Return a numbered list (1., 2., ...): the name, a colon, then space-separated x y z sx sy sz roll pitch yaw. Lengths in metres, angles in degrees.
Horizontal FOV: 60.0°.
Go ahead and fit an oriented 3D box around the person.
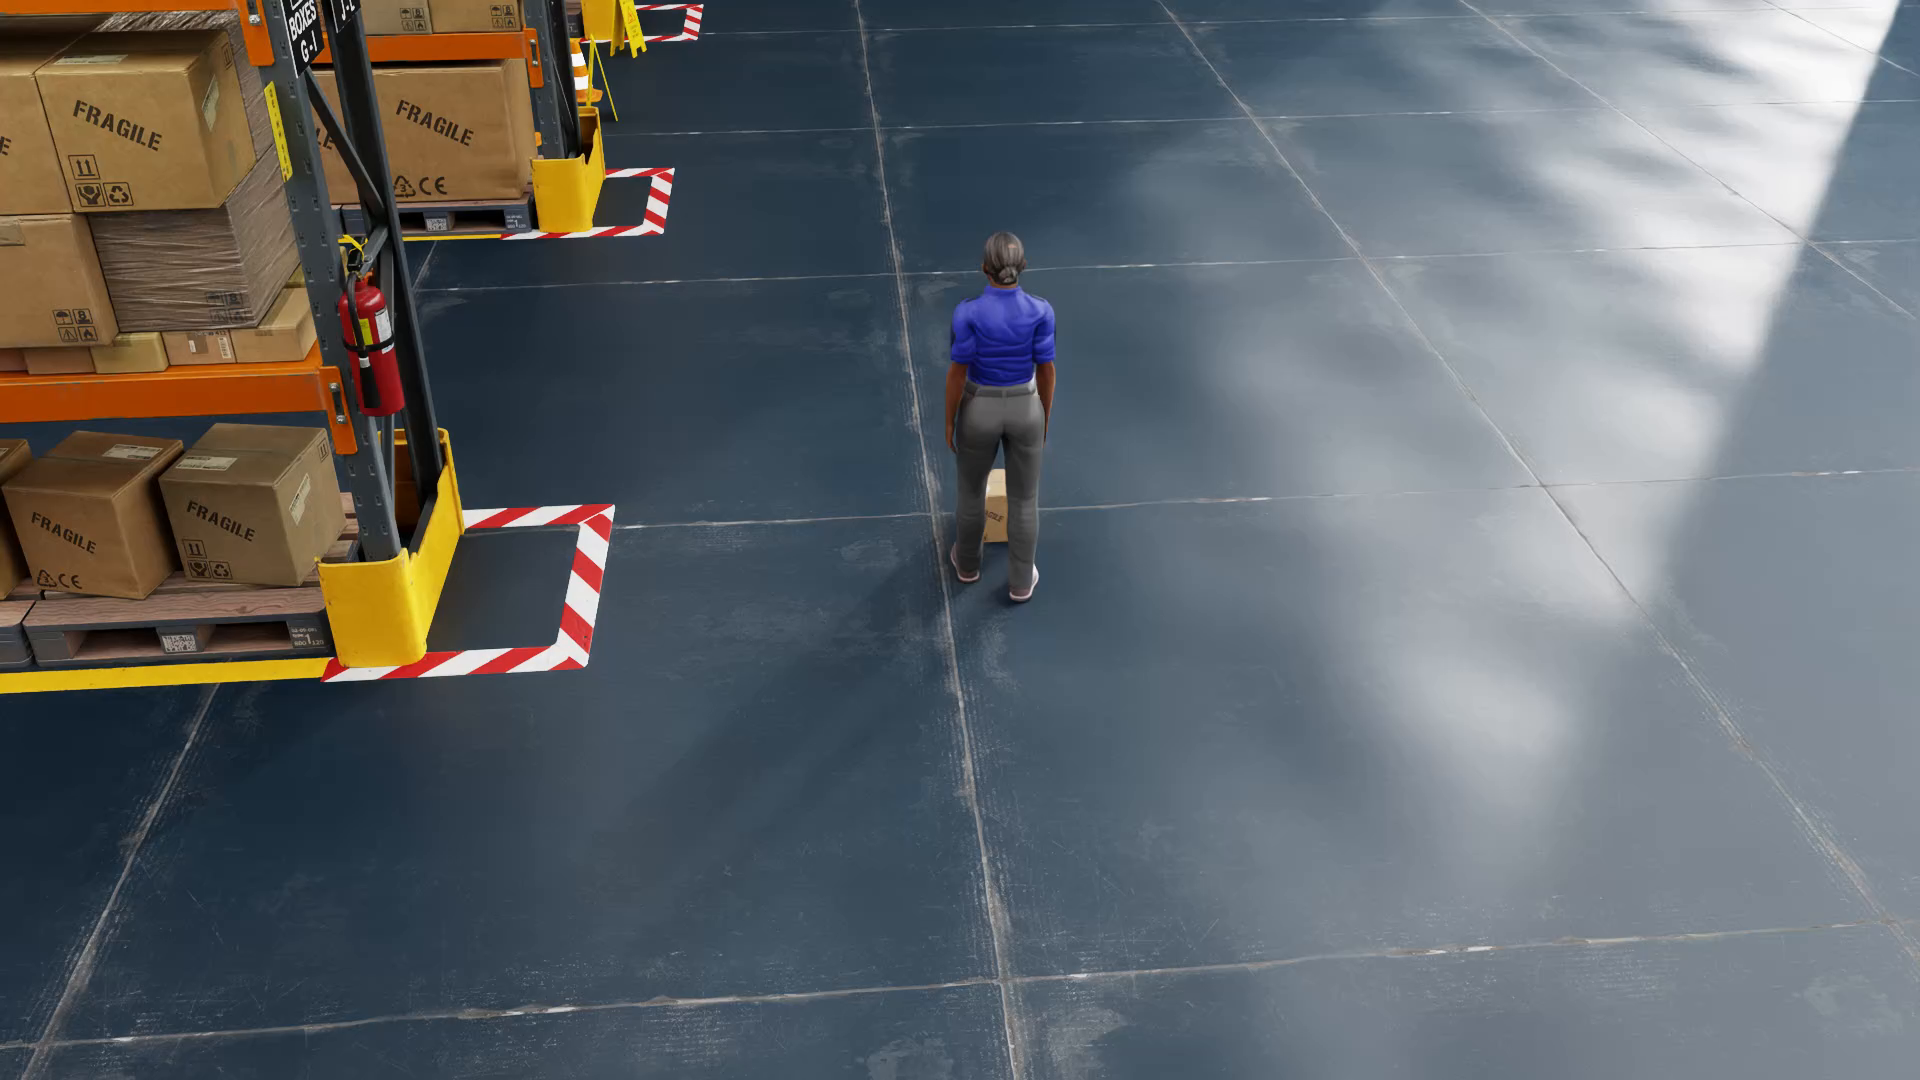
1. person: 0.158 -0.544 7.029 0.456 1.658 0.472 -2 31 -4
